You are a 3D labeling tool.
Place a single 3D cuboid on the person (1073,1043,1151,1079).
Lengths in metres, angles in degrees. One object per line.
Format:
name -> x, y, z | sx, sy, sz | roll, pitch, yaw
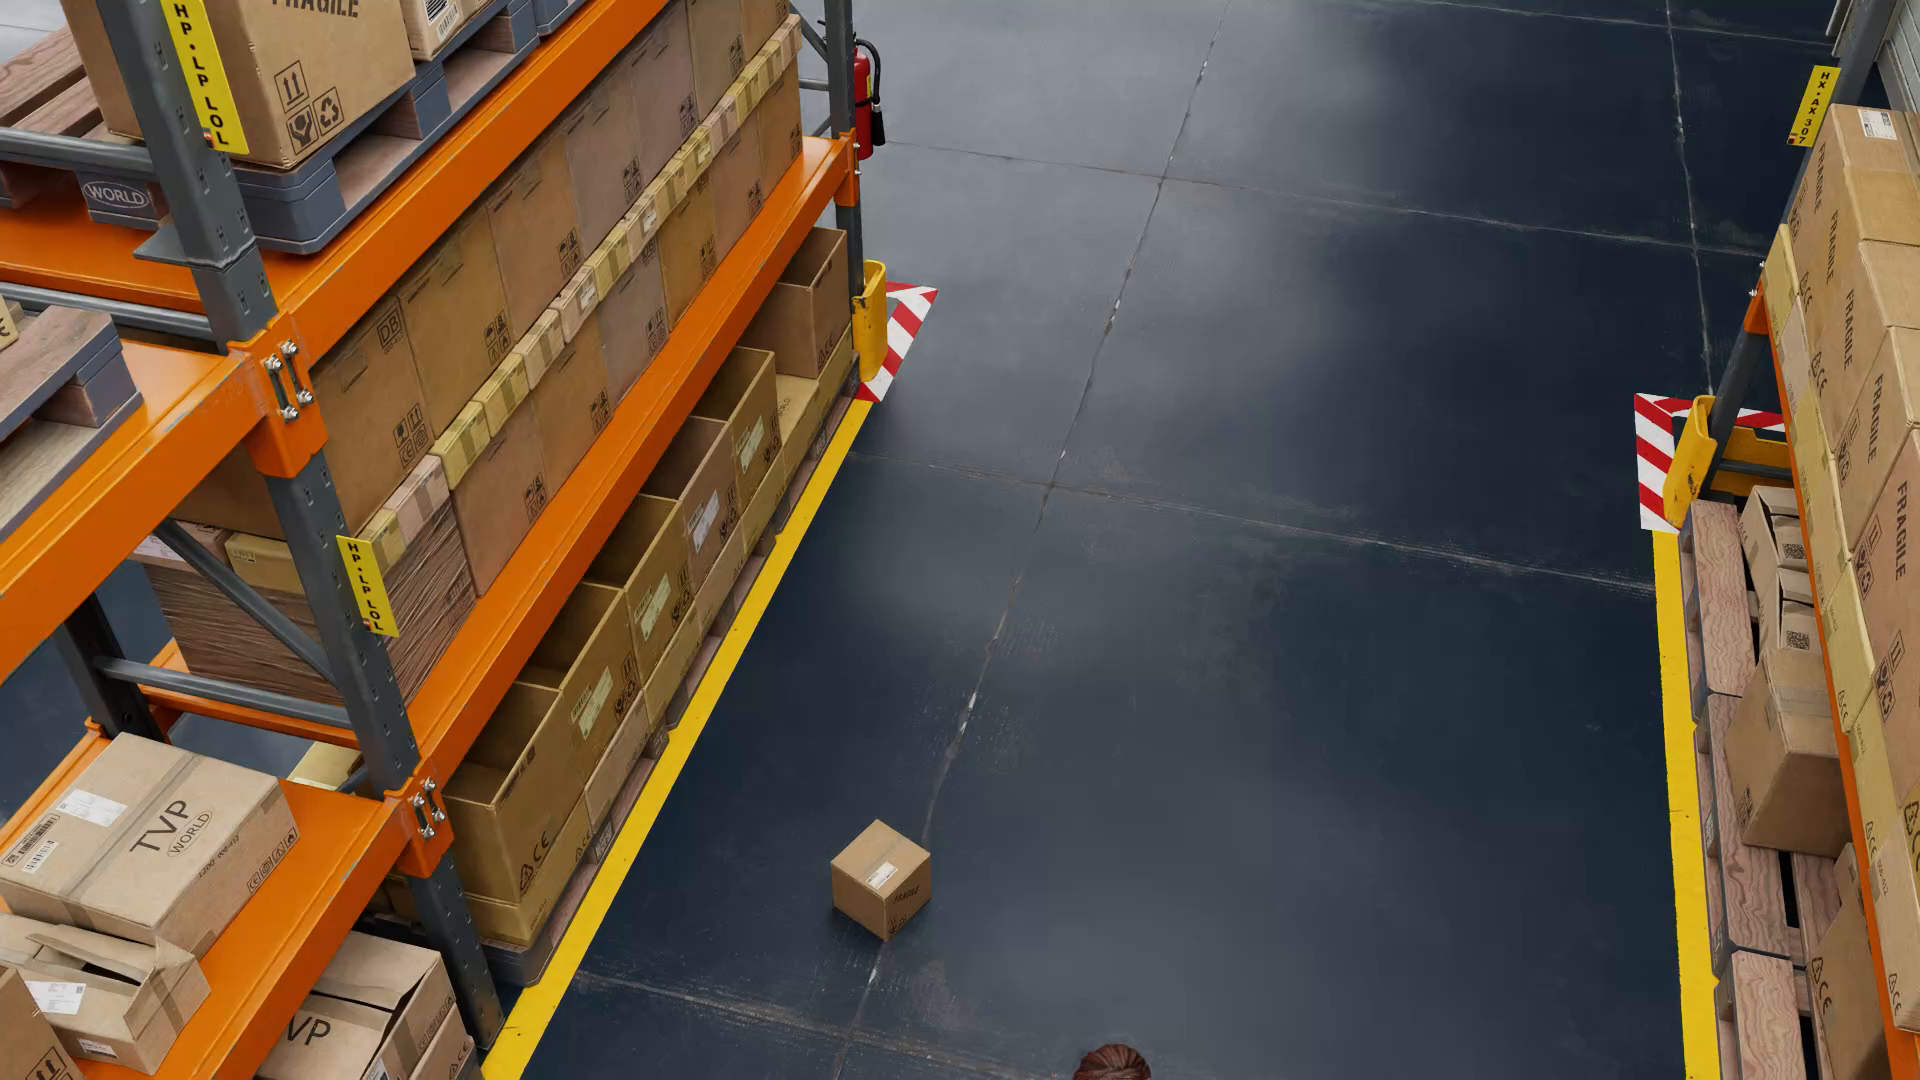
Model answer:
person -> 0.308, 1.762, 4.121 | 0.449, 1.652, 0.702 | -7, 42, -8
